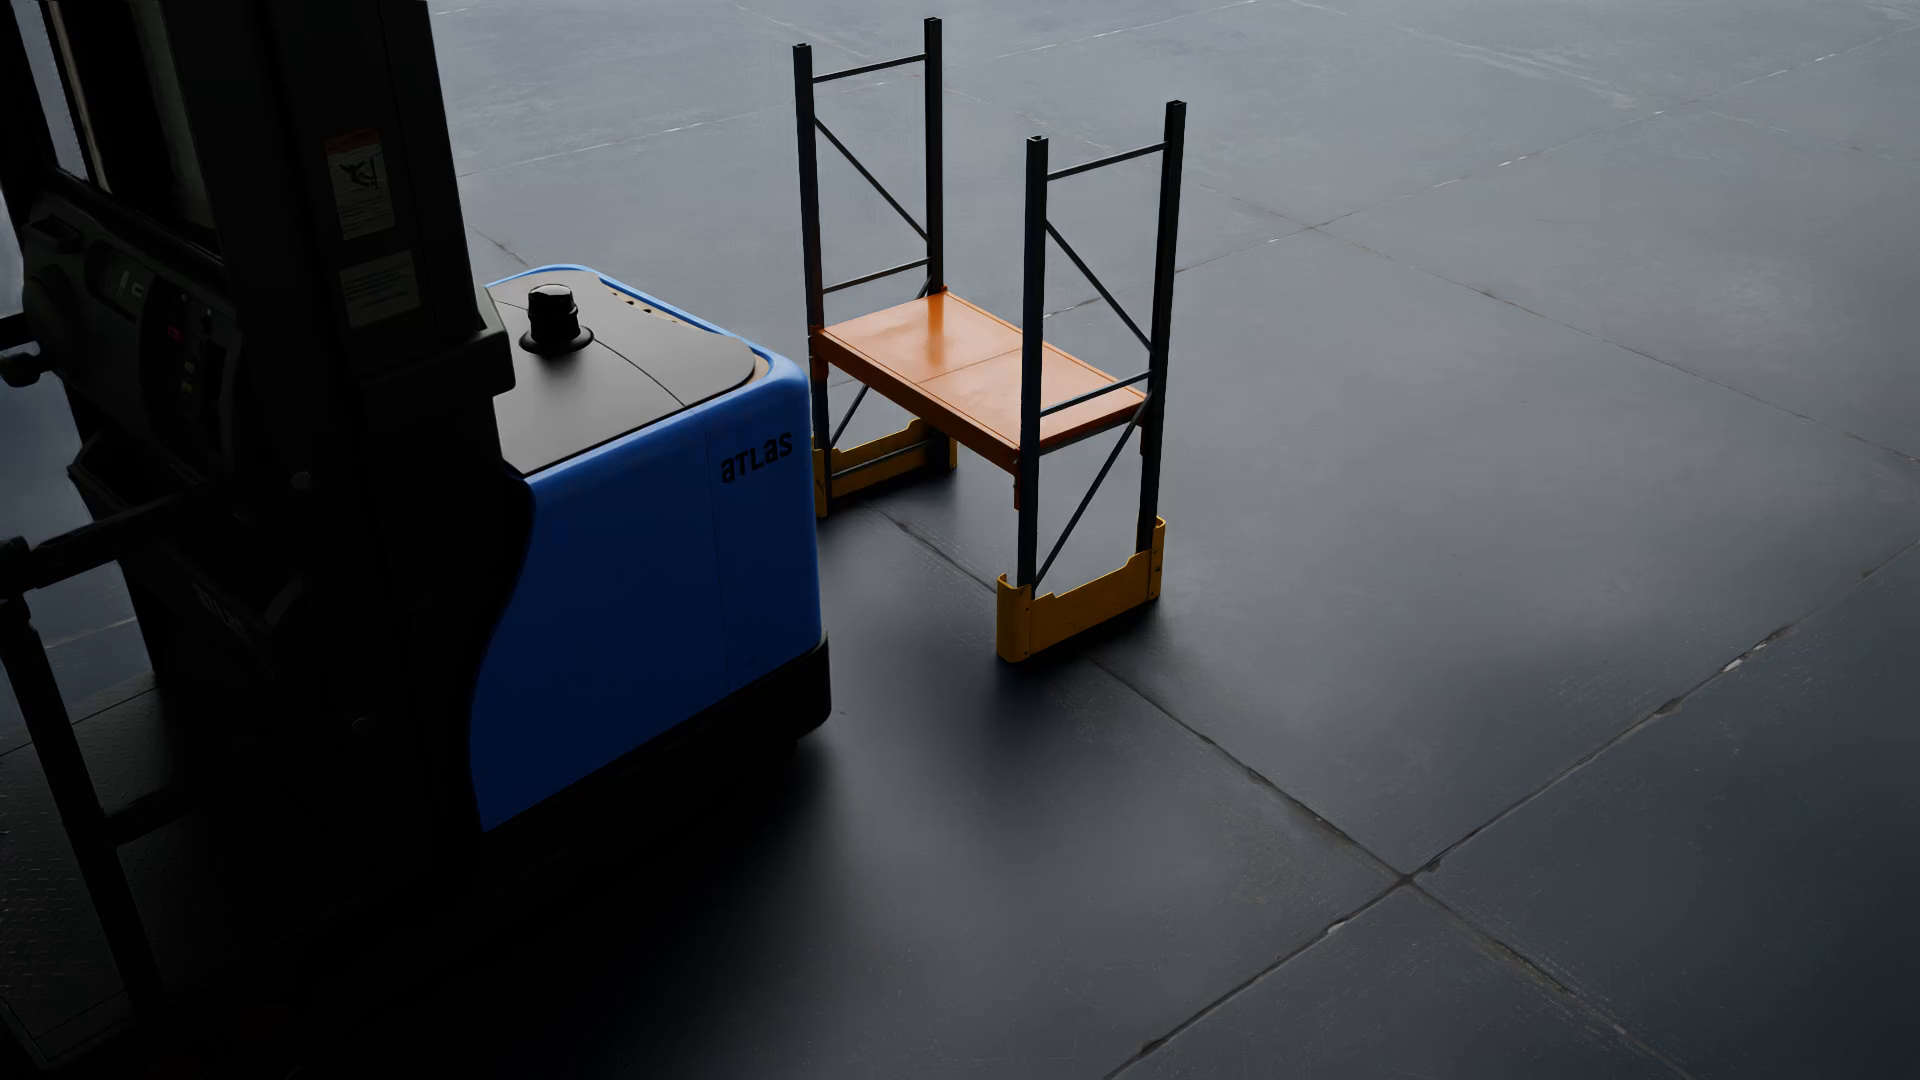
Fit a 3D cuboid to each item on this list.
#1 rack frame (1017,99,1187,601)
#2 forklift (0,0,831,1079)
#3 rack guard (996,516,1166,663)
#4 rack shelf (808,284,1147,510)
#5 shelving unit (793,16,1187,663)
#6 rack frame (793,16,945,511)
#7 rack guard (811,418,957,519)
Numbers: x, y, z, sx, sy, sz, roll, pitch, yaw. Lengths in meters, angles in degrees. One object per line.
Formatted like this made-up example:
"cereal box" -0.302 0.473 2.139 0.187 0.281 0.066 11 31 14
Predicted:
"rack frame" 0.364 -0.390 4.456 0.500 1.500 0.032 -22 38 -31
"forklift" -1.723 -0.353 3.040 1.130 2.935 3.031 27 41 36
"rack guard" 0.352 0.133 4.799 0.587 0.250 0.087 -22 38 -31
"rack shelf" 0.052 -0.449 4.892 0.538 0.185 1.000 -22 38 -31
"shelving unit" 0.047 -0.605 4.803 0.587 1.500 1.083 -22 38 -31
"rack frame" -0.259 -0.813 5.138 0.500 1.500 0.032 -22 38 -31
"rack guard" -0.259 -0.282 5.467 0.587 0.250 0.087 -22 38 -31
